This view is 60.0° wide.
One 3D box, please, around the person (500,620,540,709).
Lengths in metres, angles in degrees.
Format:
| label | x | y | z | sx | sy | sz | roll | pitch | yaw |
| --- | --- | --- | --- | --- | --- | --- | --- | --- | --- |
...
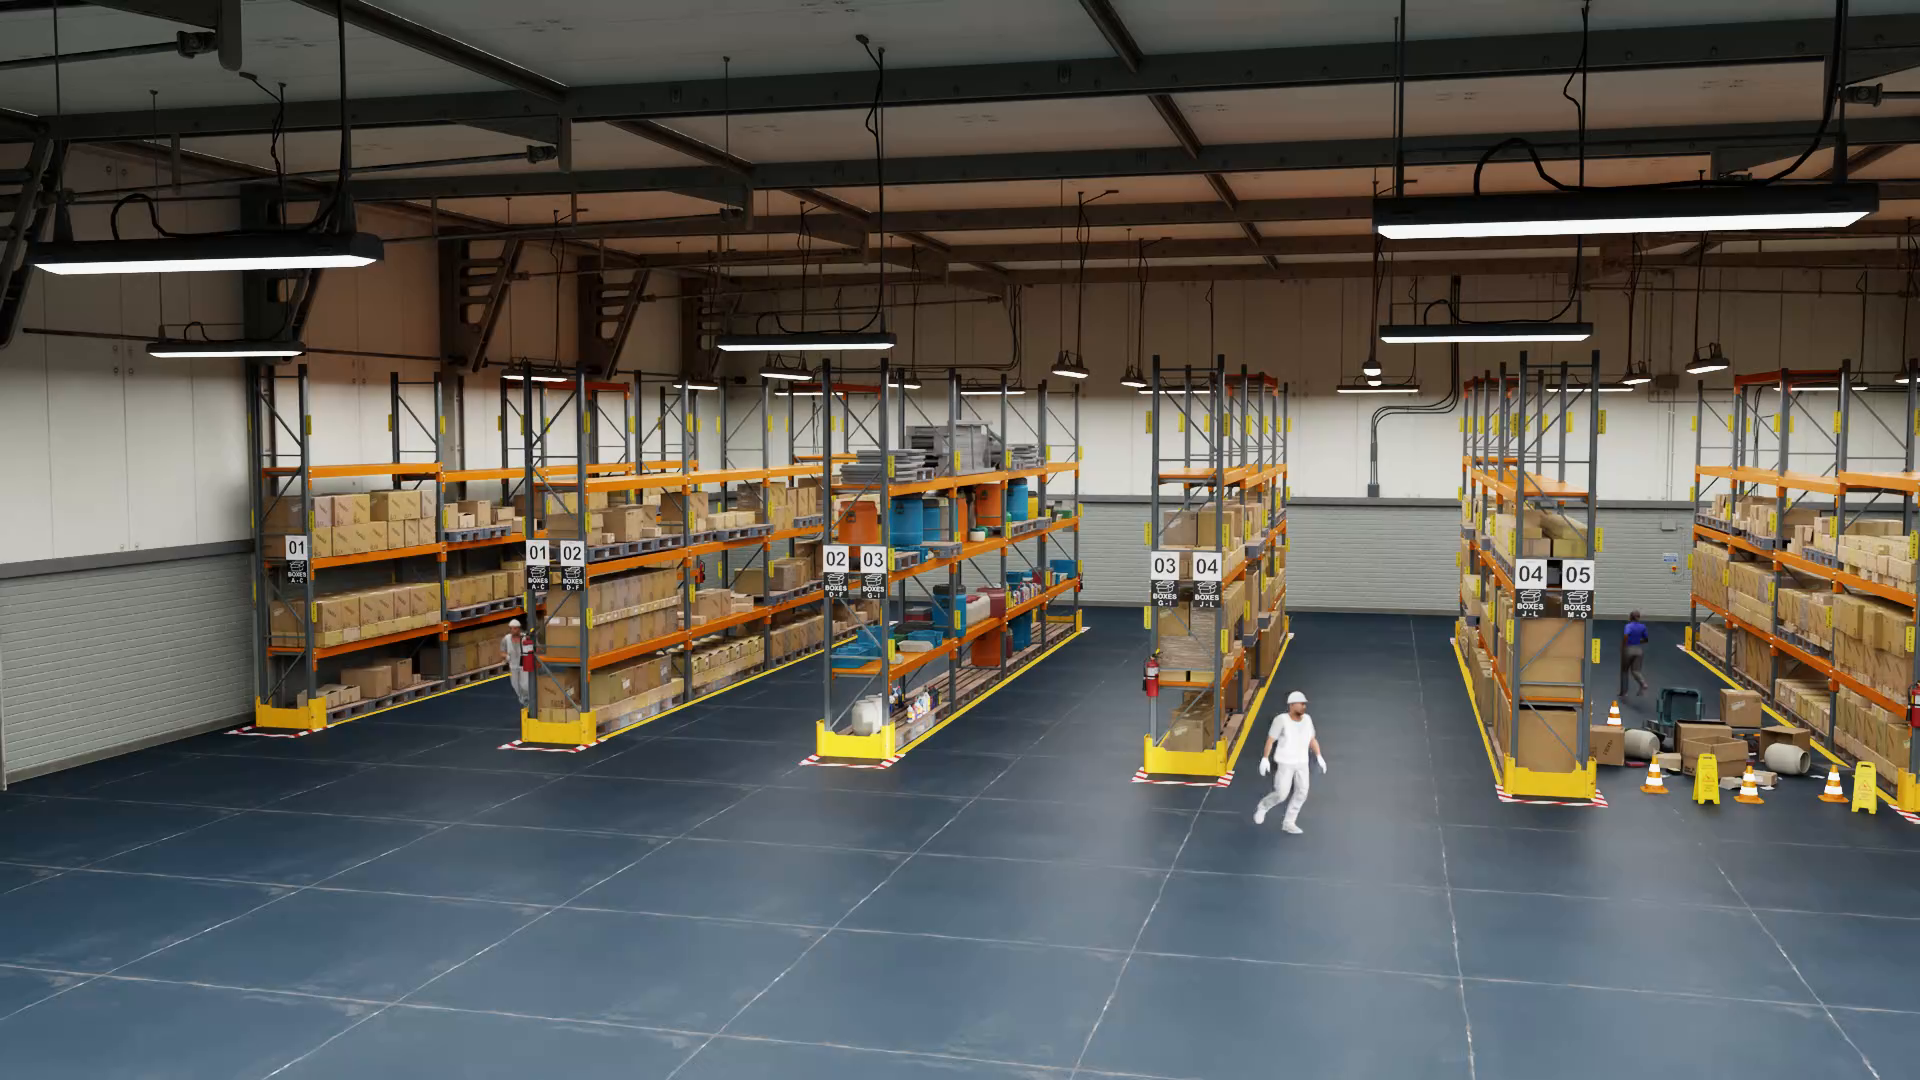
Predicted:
| label | x | y | z | sx | sy | sz | roll | pitch | yaw |
| --- | --- | --- | --- | --- | --- | --- | --- | --- | --- |
| person | -7.512 | 2.177 | 28.404 | 0.612 | 1.676 | 0.884 | 0 | 4 | 6 |

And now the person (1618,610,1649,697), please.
| label | x | y | z | sx | sy | sz | roll | pitch | yaw |
| --- | --- | --- | --- | --- | --- | --- | --- | --- | --- |
| person | 12.272 | 2.095 | 30.279 | 0.571 | 1.630 | 0.906 | 0 | 4 | -2 |

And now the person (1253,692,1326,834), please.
| label | x | y | z | sx | sy | sz | roll | pitch | yaw |
| --- | --- | --- | --- | --- | --- | --- | --- | --- | --- |
| person | 4.025 | 2.716 | 20.423 | 0.737 | 1.748 | 0.680 | -2 | 4 | -24 |
